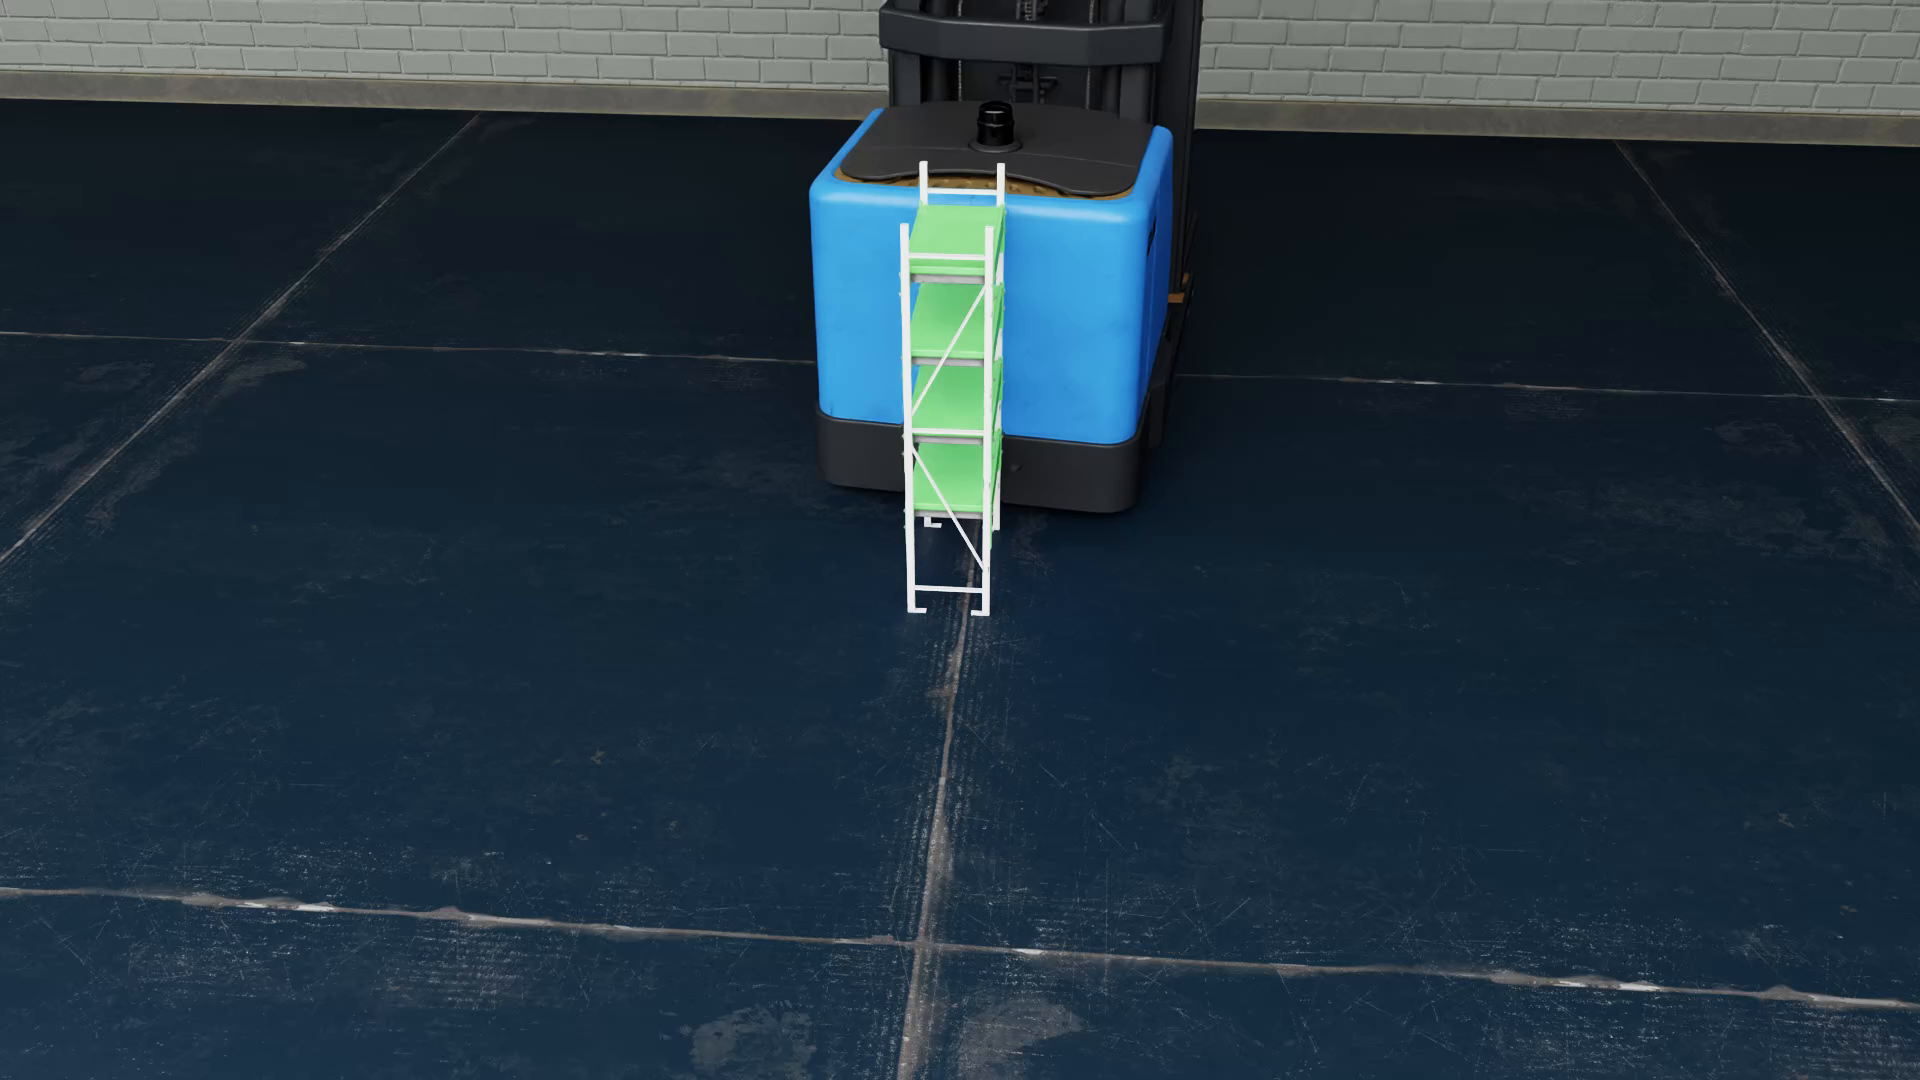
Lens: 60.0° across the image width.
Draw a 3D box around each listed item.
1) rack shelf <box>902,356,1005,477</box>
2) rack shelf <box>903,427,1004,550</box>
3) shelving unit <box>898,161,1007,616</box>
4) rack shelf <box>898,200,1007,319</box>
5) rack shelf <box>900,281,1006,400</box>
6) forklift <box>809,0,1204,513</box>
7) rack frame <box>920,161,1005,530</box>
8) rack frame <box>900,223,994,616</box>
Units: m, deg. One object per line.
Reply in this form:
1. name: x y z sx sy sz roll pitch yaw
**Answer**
1. rack shelf: -0.013 -0.370 4.828 0.258 0.148 0.480 2 32 4
2. rack shelf: -0.013 -0.166 4.954 0.258 0.148 0.480 2 32 4
3. shelving unit: -0.013 -0.424 4.795 0.258 1.200 0.503 2 32 4
4. rack shelf: -0.013 -0.778 4.576 0.258 0.148 0.480 2 32 4
5. rack shelf: -0.013 -0.574 4.702 0.258 0.148 0.480 2 32 4
6. forklift: 0.338 -2.094 5.853 1.130 2.935 3.031 6 32 10
7. rack frame: 0.006 -0.552 5.002 0.240 1.200 0.015 2 32 4
8. rack frame: -0.033 -0.297 4.588 0.240 1.200 0.015 2 32 4
